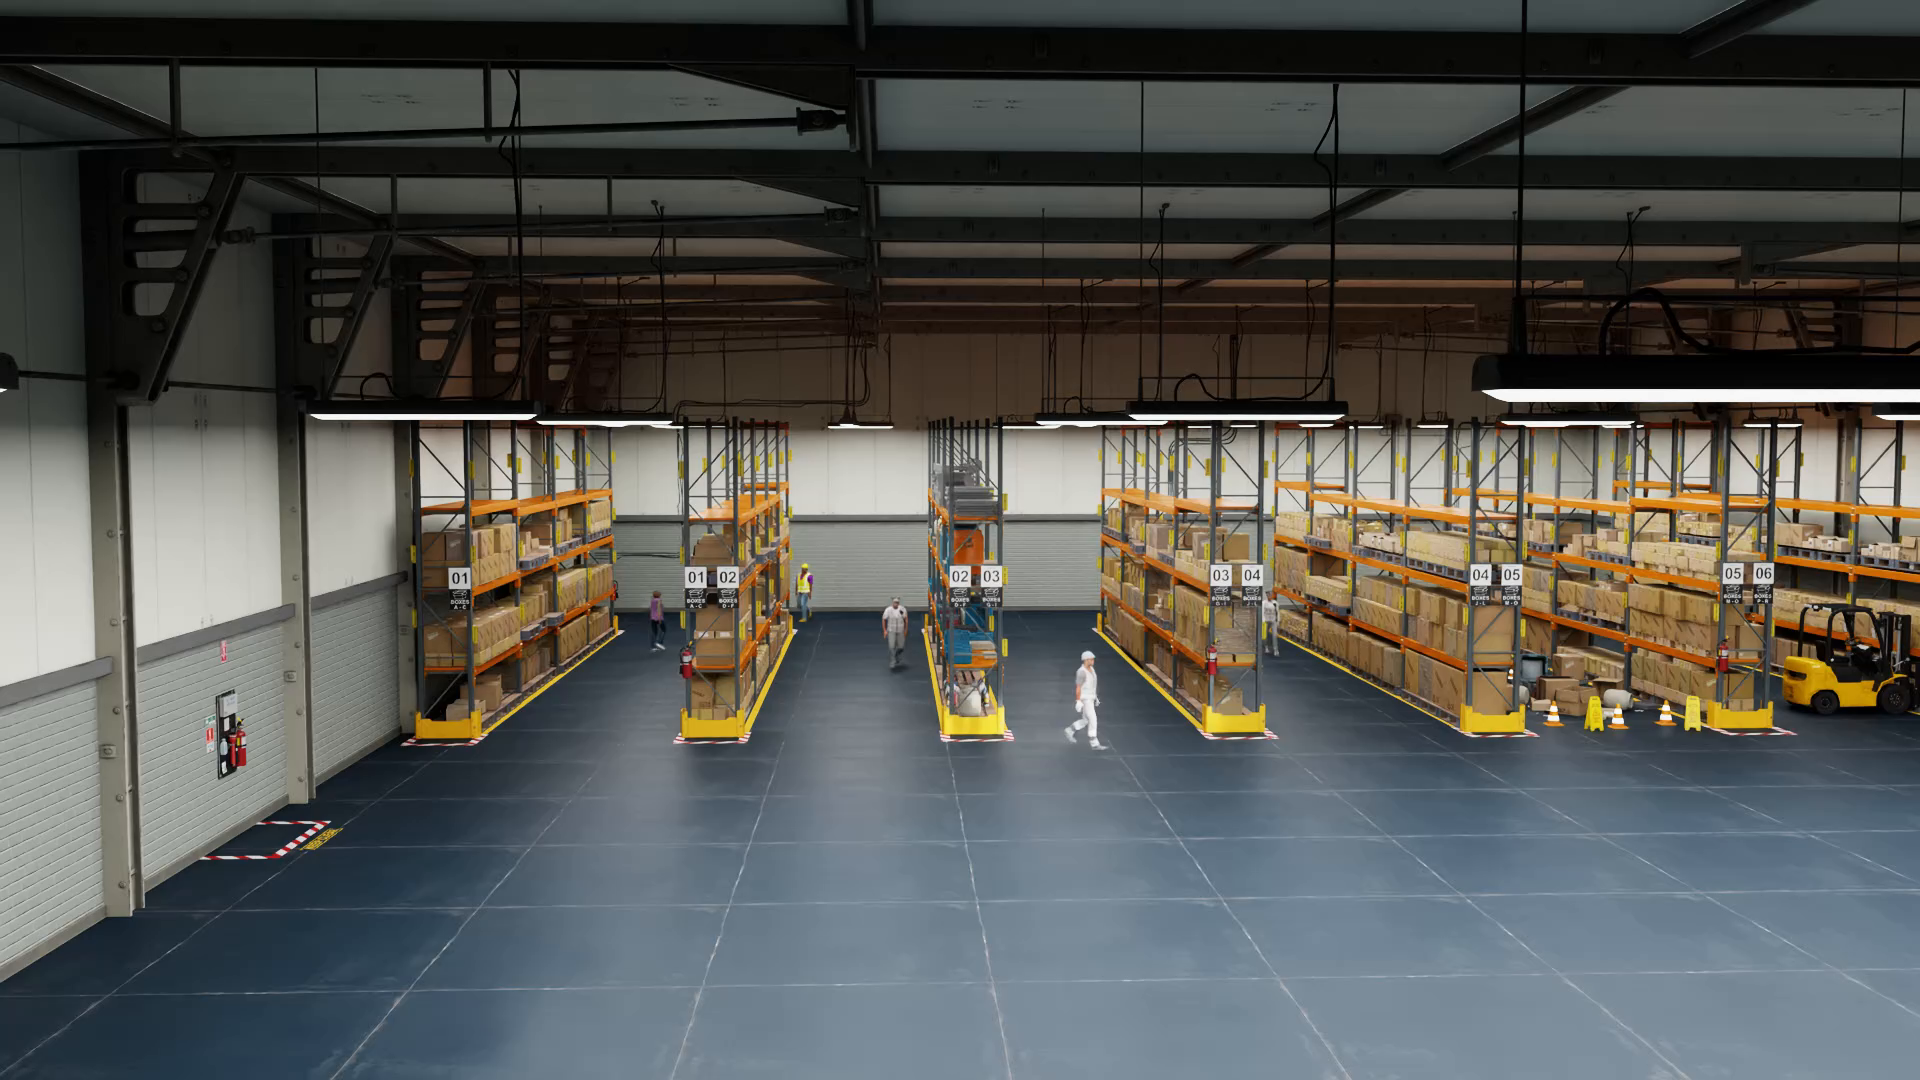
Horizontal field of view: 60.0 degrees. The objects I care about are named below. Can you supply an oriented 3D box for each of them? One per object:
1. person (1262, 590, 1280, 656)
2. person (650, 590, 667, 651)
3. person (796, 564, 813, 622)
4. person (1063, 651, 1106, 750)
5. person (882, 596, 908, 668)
[{"bbox_3d":[7.949,2.100,42.618,0.502,1.637,0.880,1,4,9],"label":"person"},{"bbox_3d":[-7.905,2.091,43.289,0.432,1.576,0.495,1,4,19],"label":"person"},{"bbox_3d":[-4.653,1.575,49.921,0.564,1.755,0.656,4,5,45],"label":"person"},{"bbox_3d":[2.268,2.880,30.025,0.928,1.764,0.614,2,4,29],"label":"person"},{"bbox_3d":[-1.590,2.219,40.567,0.626,1.742,0.660,-1,4,-11],"label":"person"}]
